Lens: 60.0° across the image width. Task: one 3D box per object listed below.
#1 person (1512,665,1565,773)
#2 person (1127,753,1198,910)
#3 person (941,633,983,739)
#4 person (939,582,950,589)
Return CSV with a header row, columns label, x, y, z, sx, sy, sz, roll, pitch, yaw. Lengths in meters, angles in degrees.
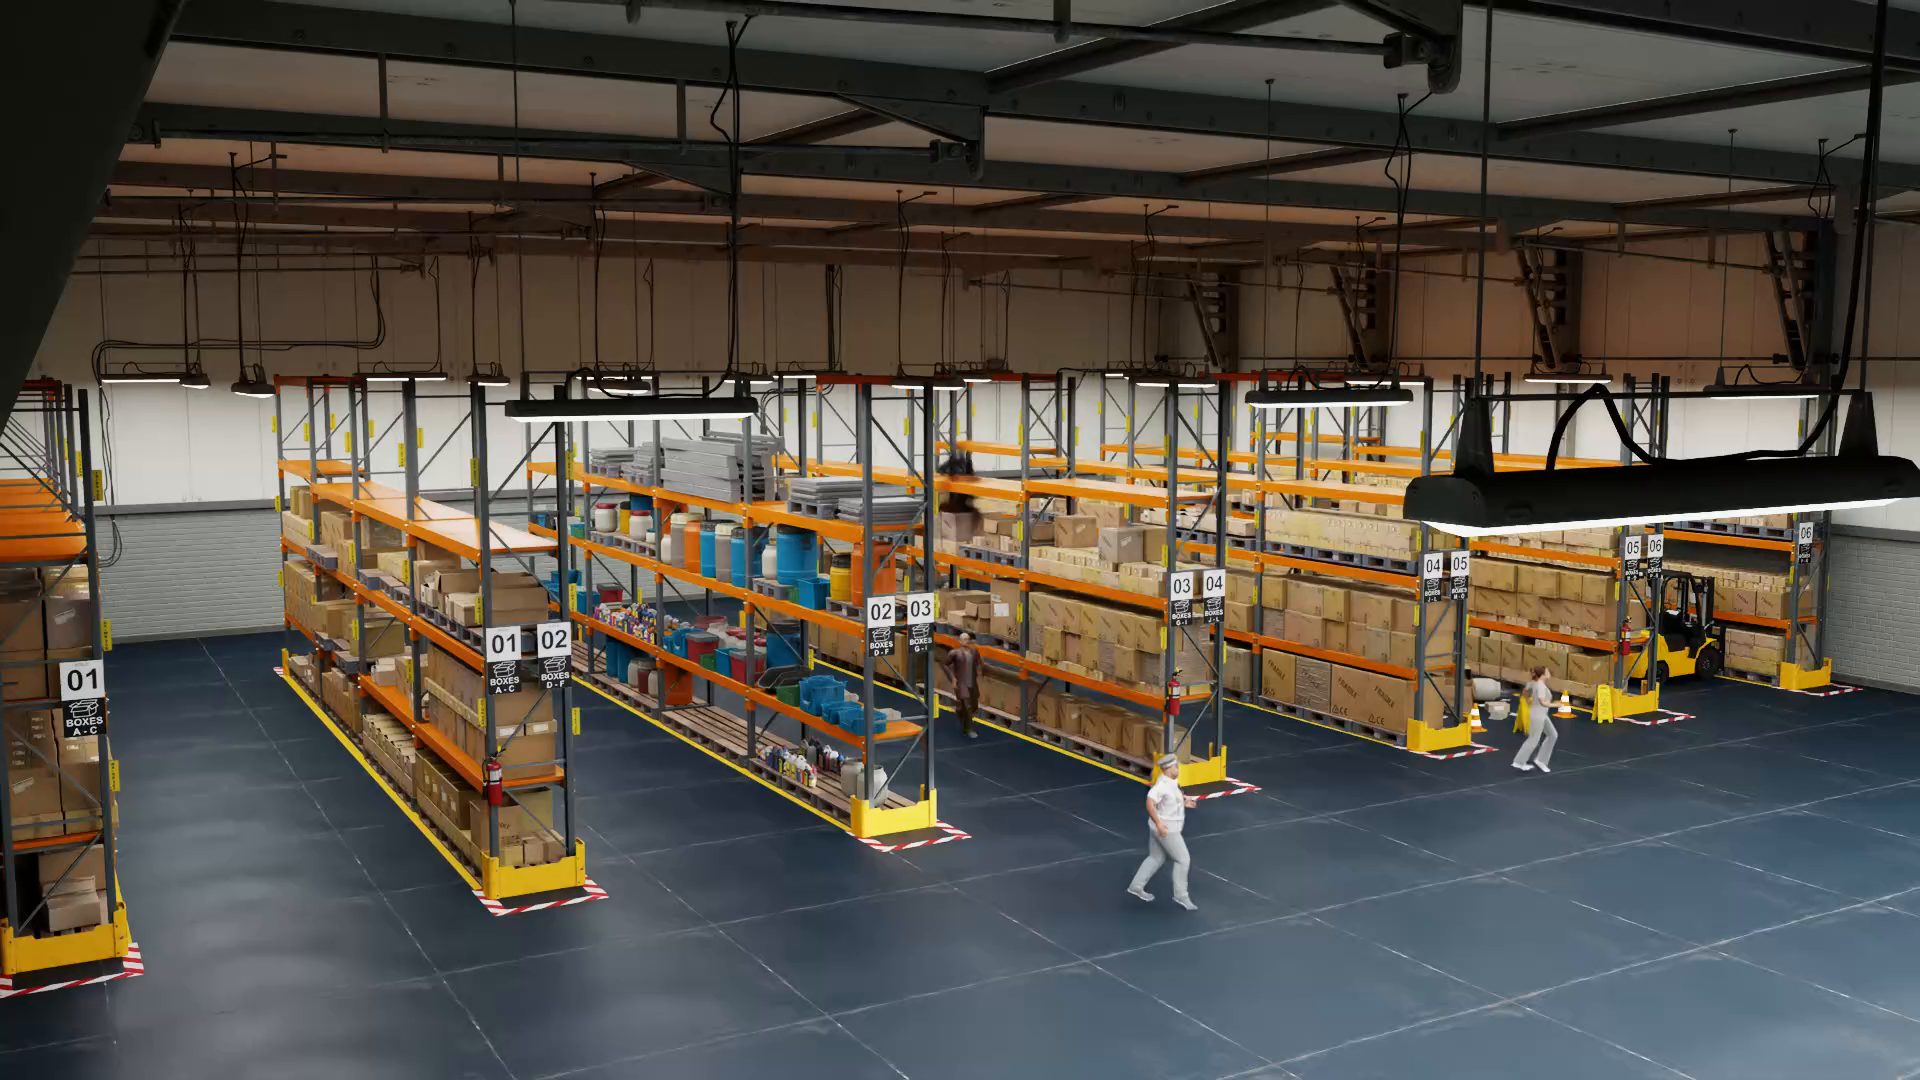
label,x,y,z,sx,sy,sz,roll,pitch,yaw
person,8.833,2.743,25.373,0.724,1.708,0.558,2,7,17
person,2.348,3.362,19.215,0.812,1.845,0.644,0,6,-4
person,0.059,2.421,27.852,0.709,1.732,0.799,-4,7,-29
person,-0.299,1.700,34.801,0.623,1.656,0.735,-4,7,-31
